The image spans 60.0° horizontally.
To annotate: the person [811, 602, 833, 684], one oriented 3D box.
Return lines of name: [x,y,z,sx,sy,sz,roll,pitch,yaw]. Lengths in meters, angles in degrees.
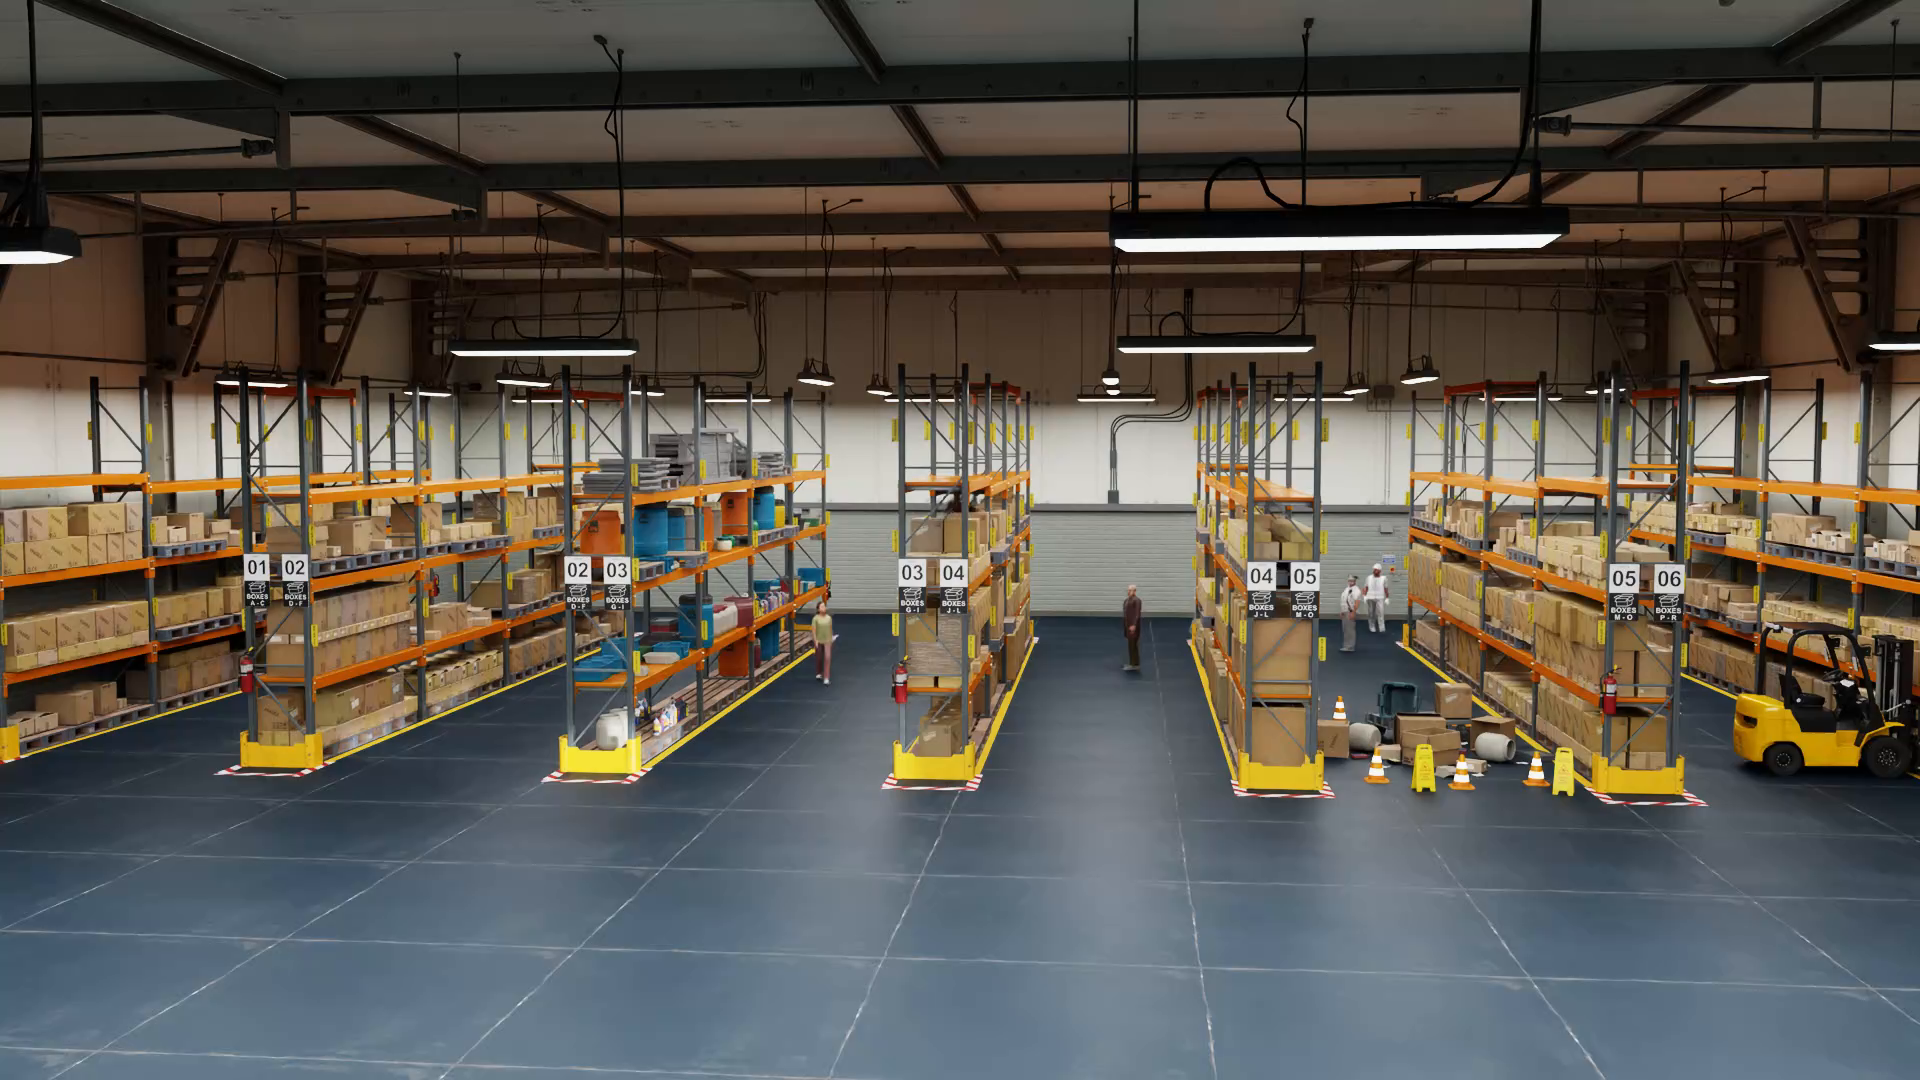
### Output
person: [-2.760,2.045,33.306,0.439,1.614,1.016,0,4,-3]

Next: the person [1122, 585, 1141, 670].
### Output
person: [3.599,1.845,35.144,0.407,1.782,0.612,-1,4,-14]

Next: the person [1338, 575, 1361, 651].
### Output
person: [8.942,1.695,38.173,0.472,1.812,0.590,0,4,-1]

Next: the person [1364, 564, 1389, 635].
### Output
person: [10.373,1.469,41.419,0.624,1.732,0.972,1,4,12]

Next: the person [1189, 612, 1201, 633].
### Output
person: [6.031,1.570,40.847,0.516,1.621,1.027,-1,4,-21]
